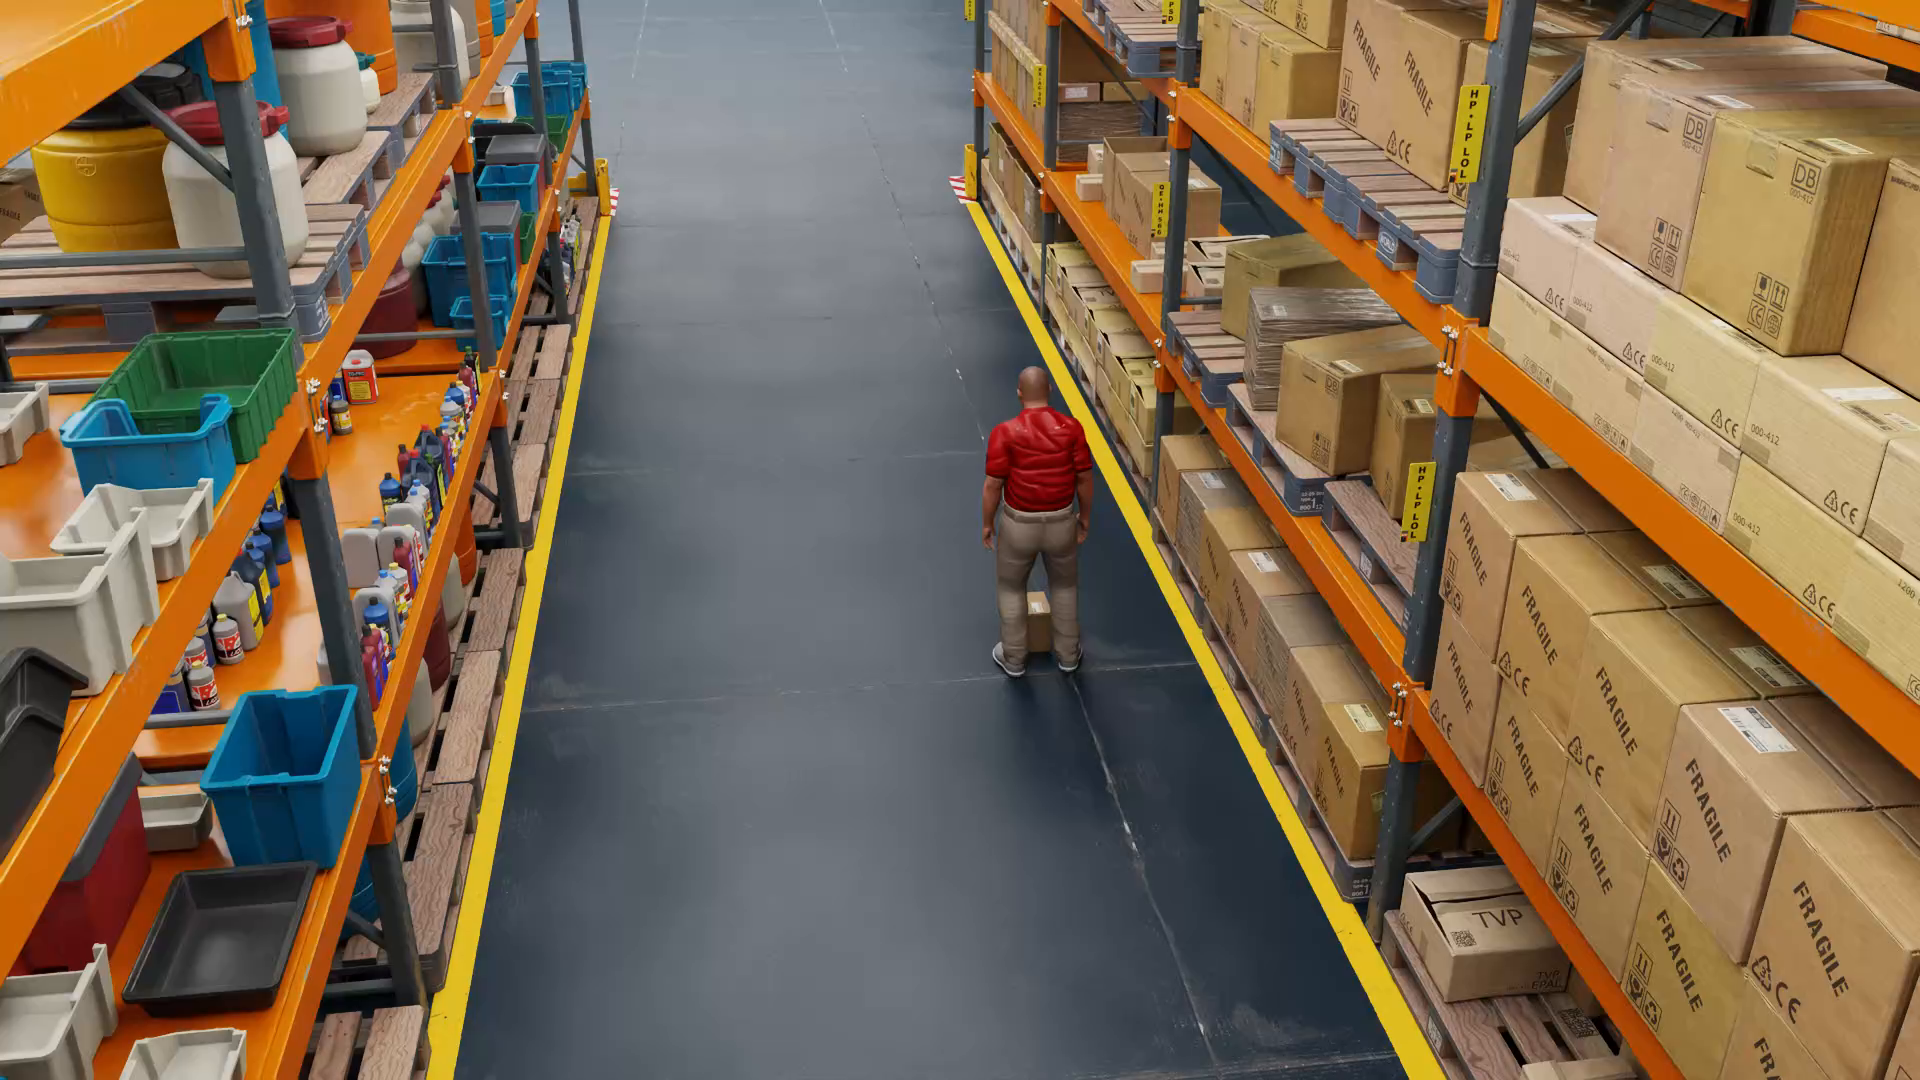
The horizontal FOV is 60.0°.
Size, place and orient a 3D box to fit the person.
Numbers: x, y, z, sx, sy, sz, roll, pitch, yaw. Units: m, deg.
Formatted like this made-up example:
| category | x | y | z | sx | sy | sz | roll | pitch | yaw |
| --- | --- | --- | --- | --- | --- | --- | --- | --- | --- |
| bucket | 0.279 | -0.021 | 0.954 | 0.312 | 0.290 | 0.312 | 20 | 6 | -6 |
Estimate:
| category | x | y | z | sx | sy | sz | roll | pitch | yaw |
| --- | --- | --- | --- | --- | --- | --- | --- | --- | --- |
| person | 0.406 | -0.081 | 8.792 | 0.590 | 1.726 | 0.388 | -4 | 27 | -7 |
